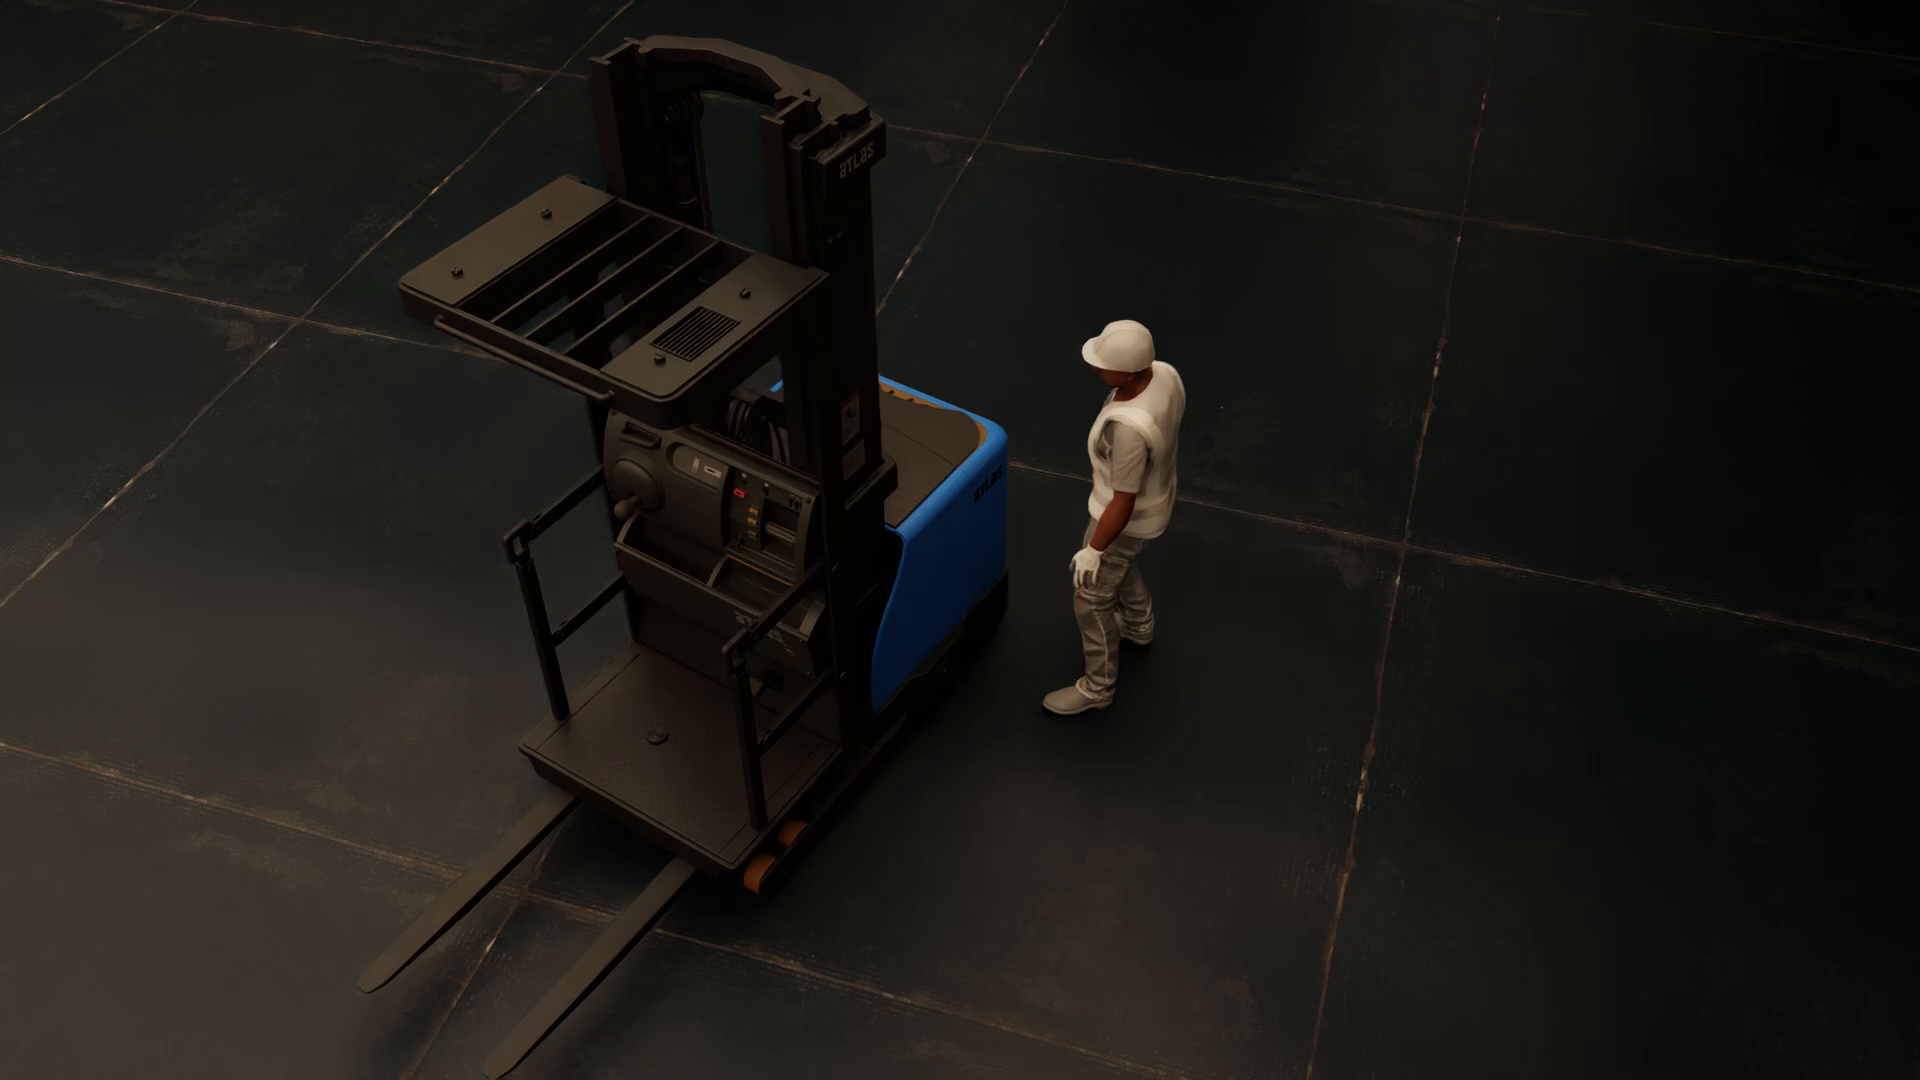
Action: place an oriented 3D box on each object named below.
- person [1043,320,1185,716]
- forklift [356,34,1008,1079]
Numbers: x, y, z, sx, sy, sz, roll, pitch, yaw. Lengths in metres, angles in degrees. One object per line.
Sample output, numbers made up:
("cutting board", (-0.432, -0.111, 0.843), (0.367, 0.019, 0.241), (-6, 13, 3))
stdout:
("person", (0.653, -0.142, 6.705), (0.399, 1.752, 0.840), (13, 44, 13))
("forklift", (-1.014, -0.086, 5.781), (1.130, 2.935, 3.031), (24, 48, 24))
